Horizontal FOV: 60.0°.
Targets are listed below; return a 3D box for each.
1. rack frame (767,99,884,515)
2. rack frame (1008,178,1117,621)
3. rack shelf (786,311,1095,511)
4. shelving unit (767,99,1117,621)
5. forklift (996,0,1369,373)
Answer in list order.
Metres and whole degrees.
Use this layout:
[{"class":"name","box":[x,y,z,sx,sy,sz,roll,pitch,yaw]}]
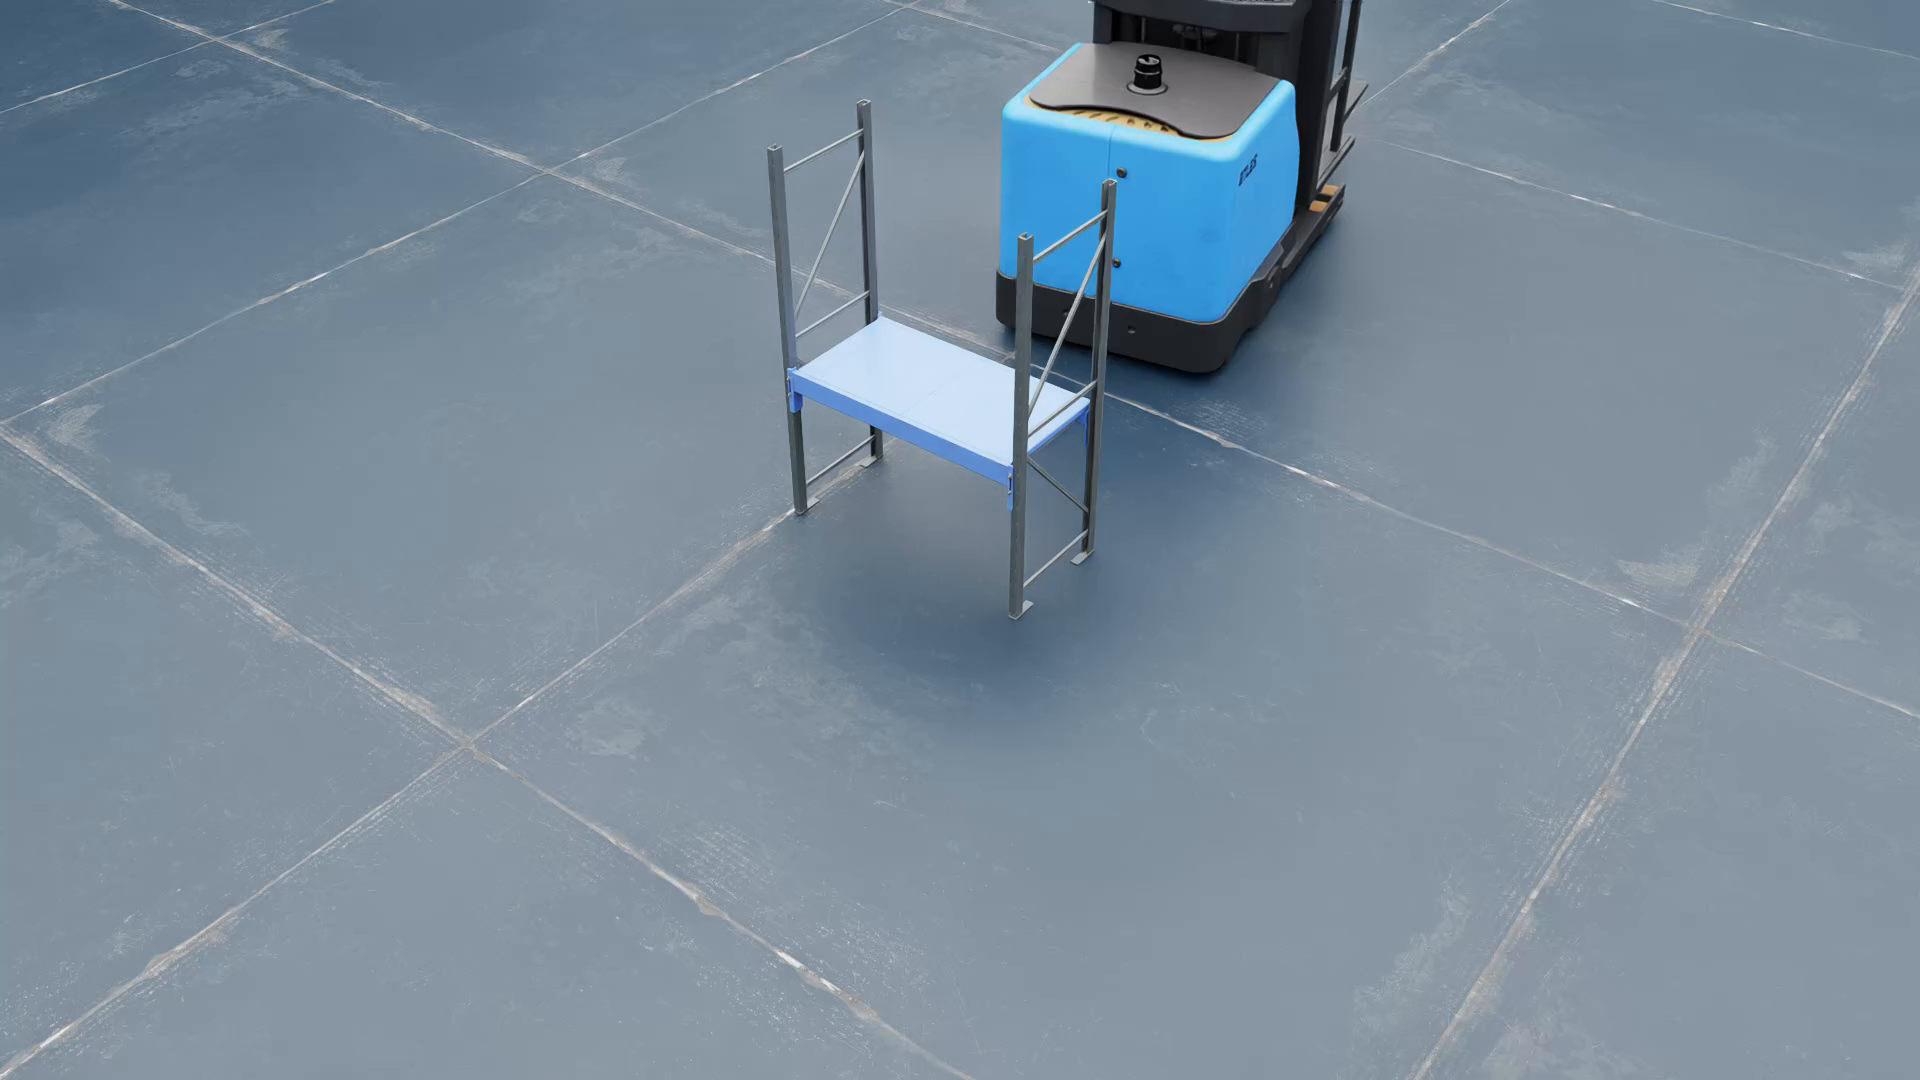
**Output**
[{"class":"rack frame","box":[-0.472,-0.813,6.072,0.032,1.500,0.500,25,45,29]},{"class":"rack frame","box":[0.336,-0.432,5.585,0.032,1.500,0.500,25,45,29]},{"class":"rack shelf","box":[-0.068,-0.481,5.939,1.000,0.185,0.538,25,45,29]},{"class":"shelving unit","box":[-0.068,-0.622,5.828,1.048,1.500,0.538,25,45,29]},{"class":"forklift","box":[1.265,-2.761,7.399,1.130,2.935,3.031,17,41,20]}]
